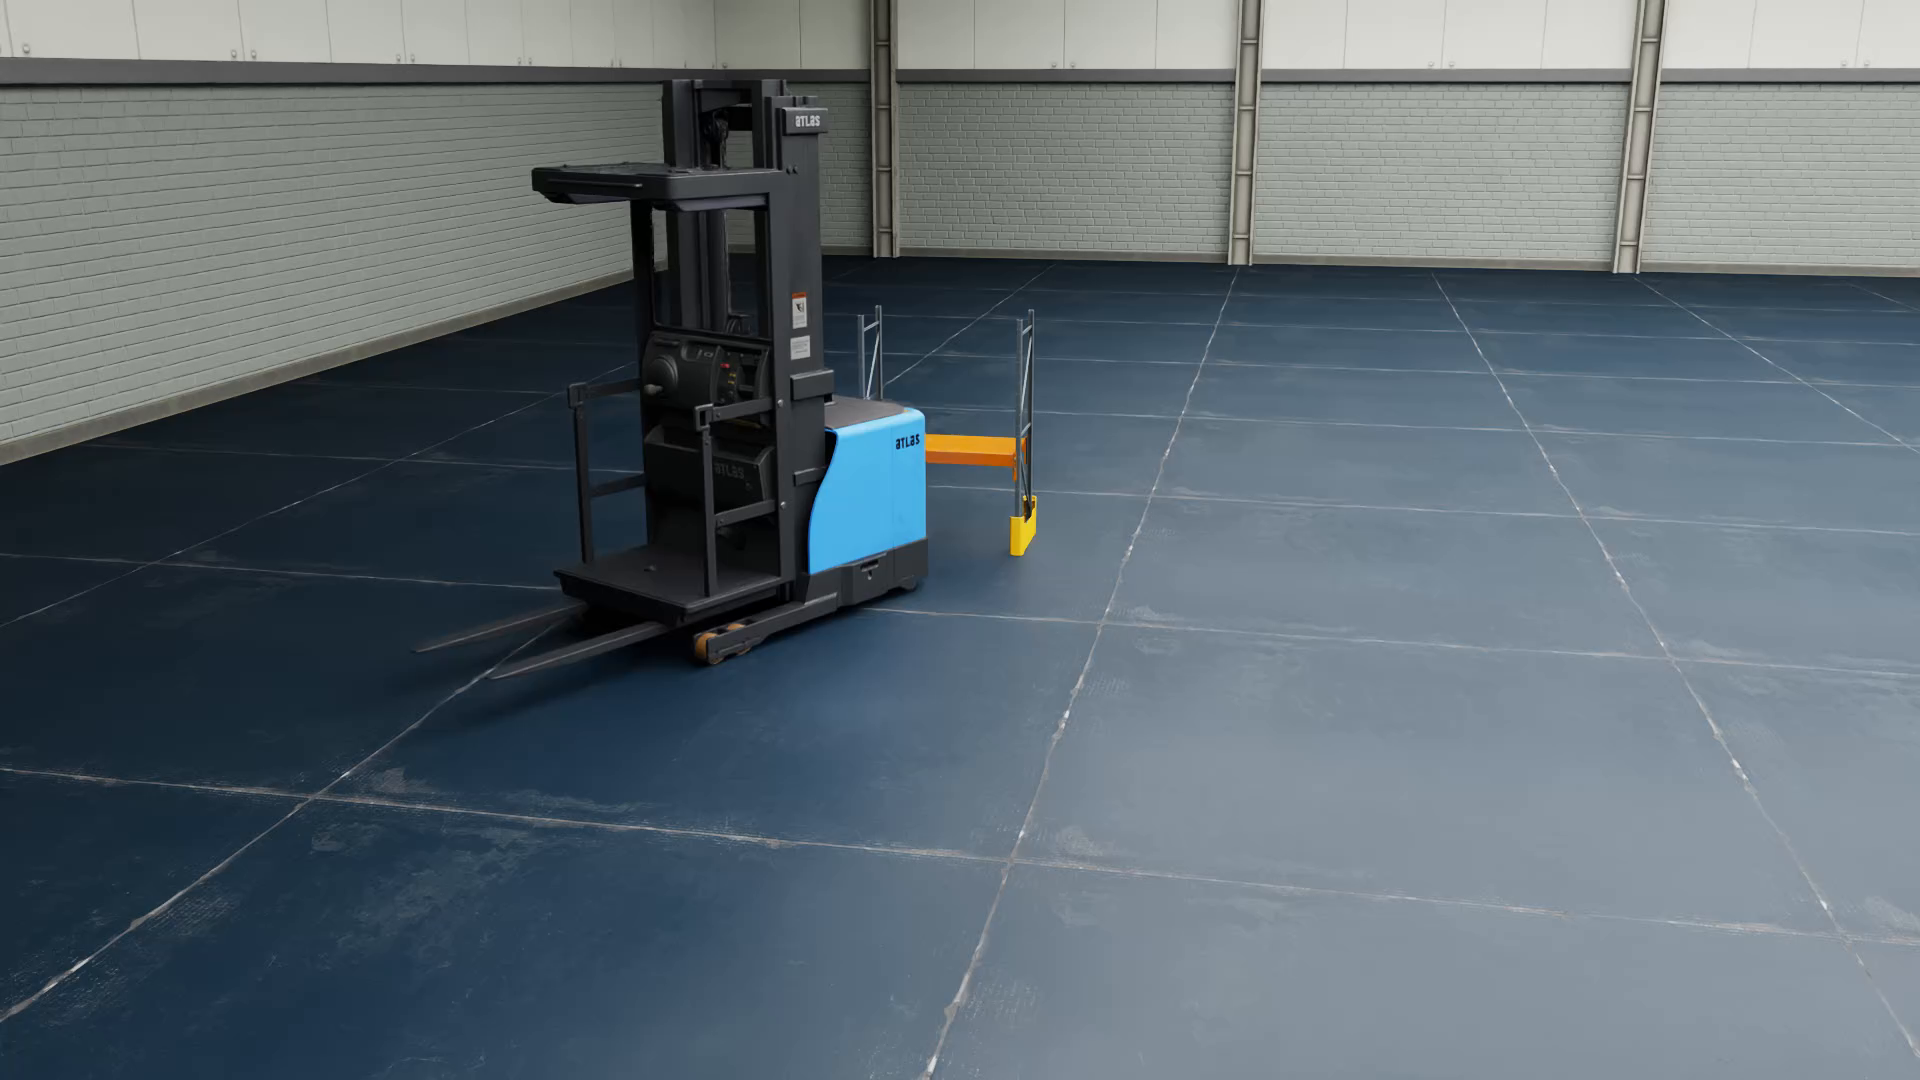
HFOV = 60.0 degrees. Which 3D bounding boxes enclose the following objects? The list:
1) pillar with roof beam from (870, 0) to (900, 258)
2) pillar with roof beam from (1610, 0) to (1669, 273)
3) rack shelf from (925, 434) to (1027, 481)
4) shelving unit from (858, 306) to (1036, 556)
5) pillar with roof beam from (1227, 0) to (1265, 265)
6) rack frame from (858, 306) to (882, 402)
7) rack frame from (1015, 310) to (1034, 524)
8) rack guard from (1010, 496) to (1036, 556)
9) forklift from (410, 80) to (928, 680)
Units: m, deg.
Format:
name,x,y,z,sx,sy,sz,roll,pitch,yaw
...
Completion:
name,x,y,z,sx,sy,sz,roll,pitch,yaw
pillar with roof beam,-2.118,-8.081,23.308,0.400,9.000,9.100,3,16,11
pillar with roof beam,9.641,-7.443,21.004,0.400,9.000,9.100,3,16,11
rack shelf,-0.084,-0.554,10.856,1.000,0.185,0.538,3,16,11
shelving unit,-0.075,-0.727,10.806,1.083,1.500,0.587,3,16,11
pillar with roof beam,3.761,-7.762,22.156,0.400,9.000,9.100,3,16,11
rack frame,-0.582,-0.754,10.906,0.032,1.500,0.500,3,16,11
rack frame,0.415,-0.700,10.711,0.032,1.500,0.500,3,16,11
rack guard,0.413,-0.098,10.878,0.087,0.250,0.587,3,16,11
forklift,-1.506,-0.915,8.803,1.130,2.935,3.031,12,20,37
